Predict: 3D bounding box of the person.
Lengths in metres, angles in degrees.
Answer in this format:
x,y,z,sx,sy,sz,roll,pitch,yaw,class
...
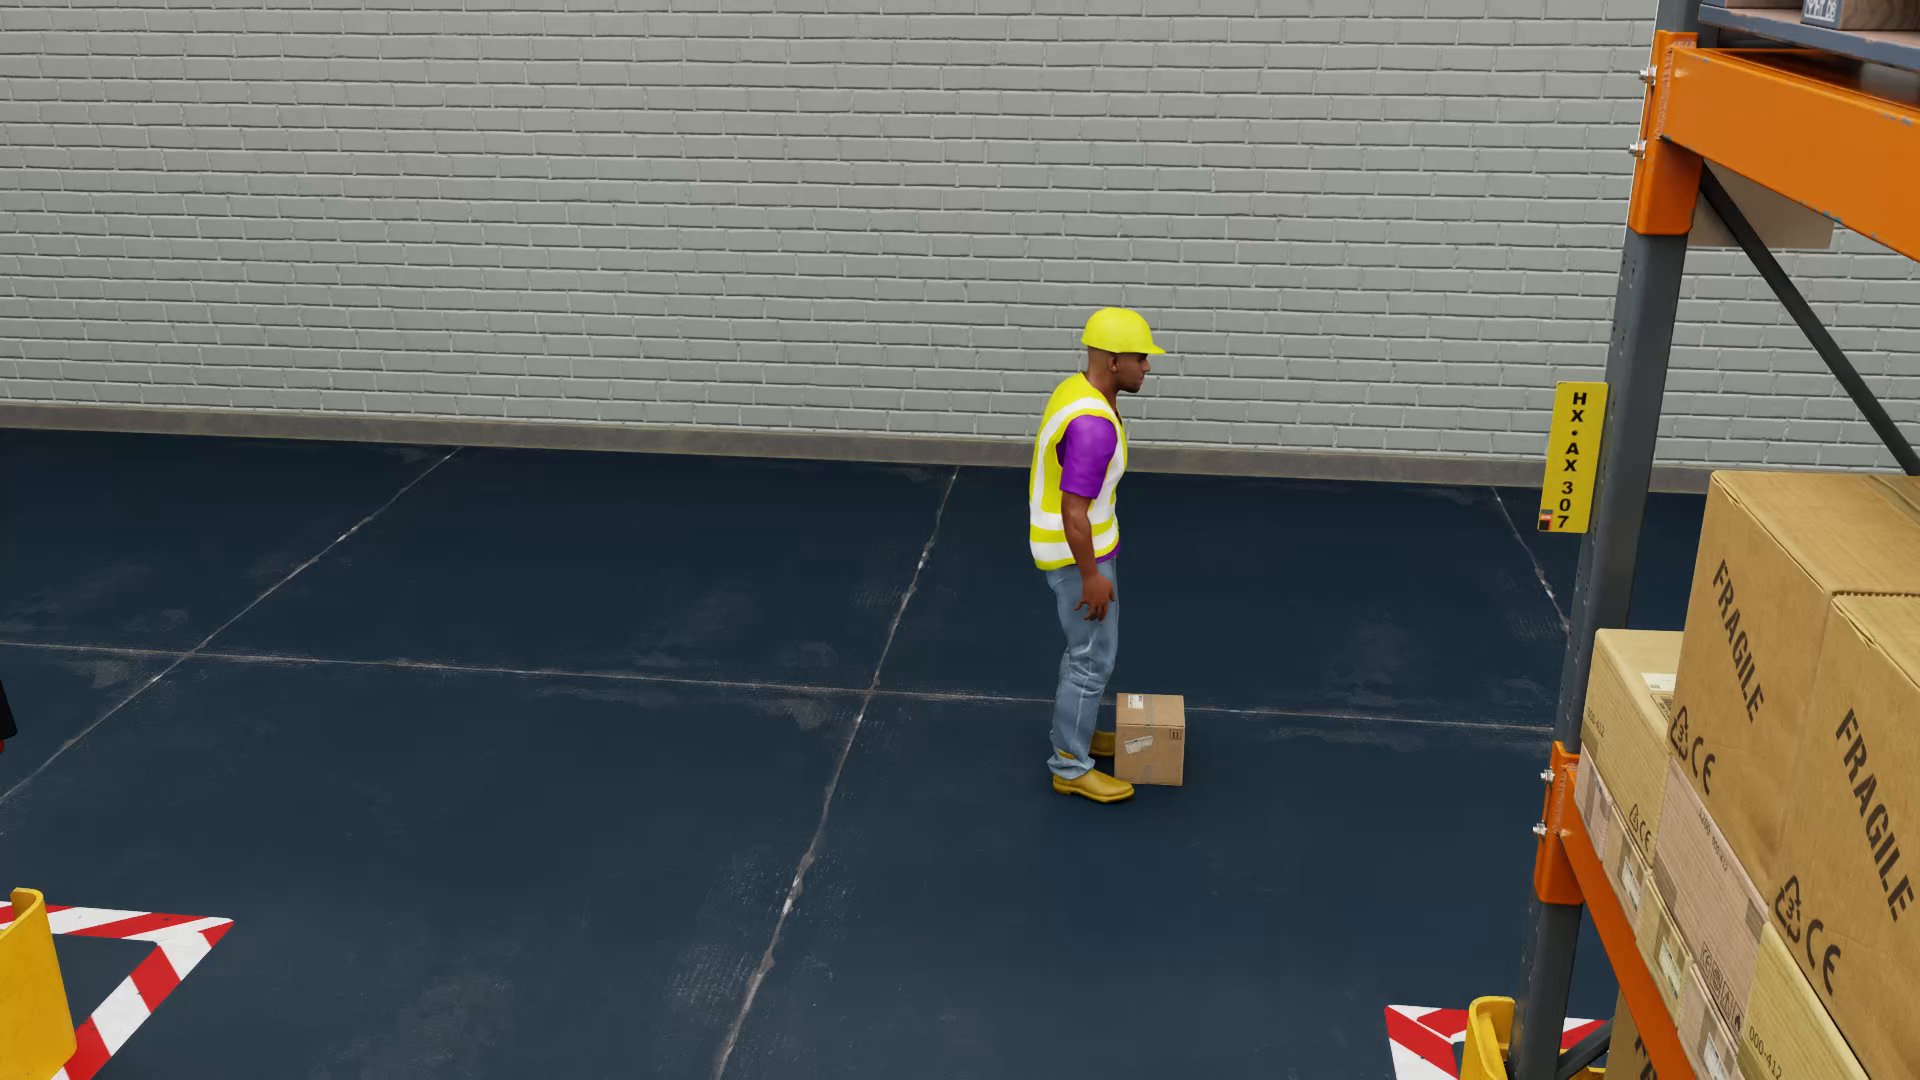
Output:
x,y,z,sx,sy,sz,roll,pitch,yaw,class
0.474,0.037,5.960,0.459,1.760,0.625,2,21,5,person
